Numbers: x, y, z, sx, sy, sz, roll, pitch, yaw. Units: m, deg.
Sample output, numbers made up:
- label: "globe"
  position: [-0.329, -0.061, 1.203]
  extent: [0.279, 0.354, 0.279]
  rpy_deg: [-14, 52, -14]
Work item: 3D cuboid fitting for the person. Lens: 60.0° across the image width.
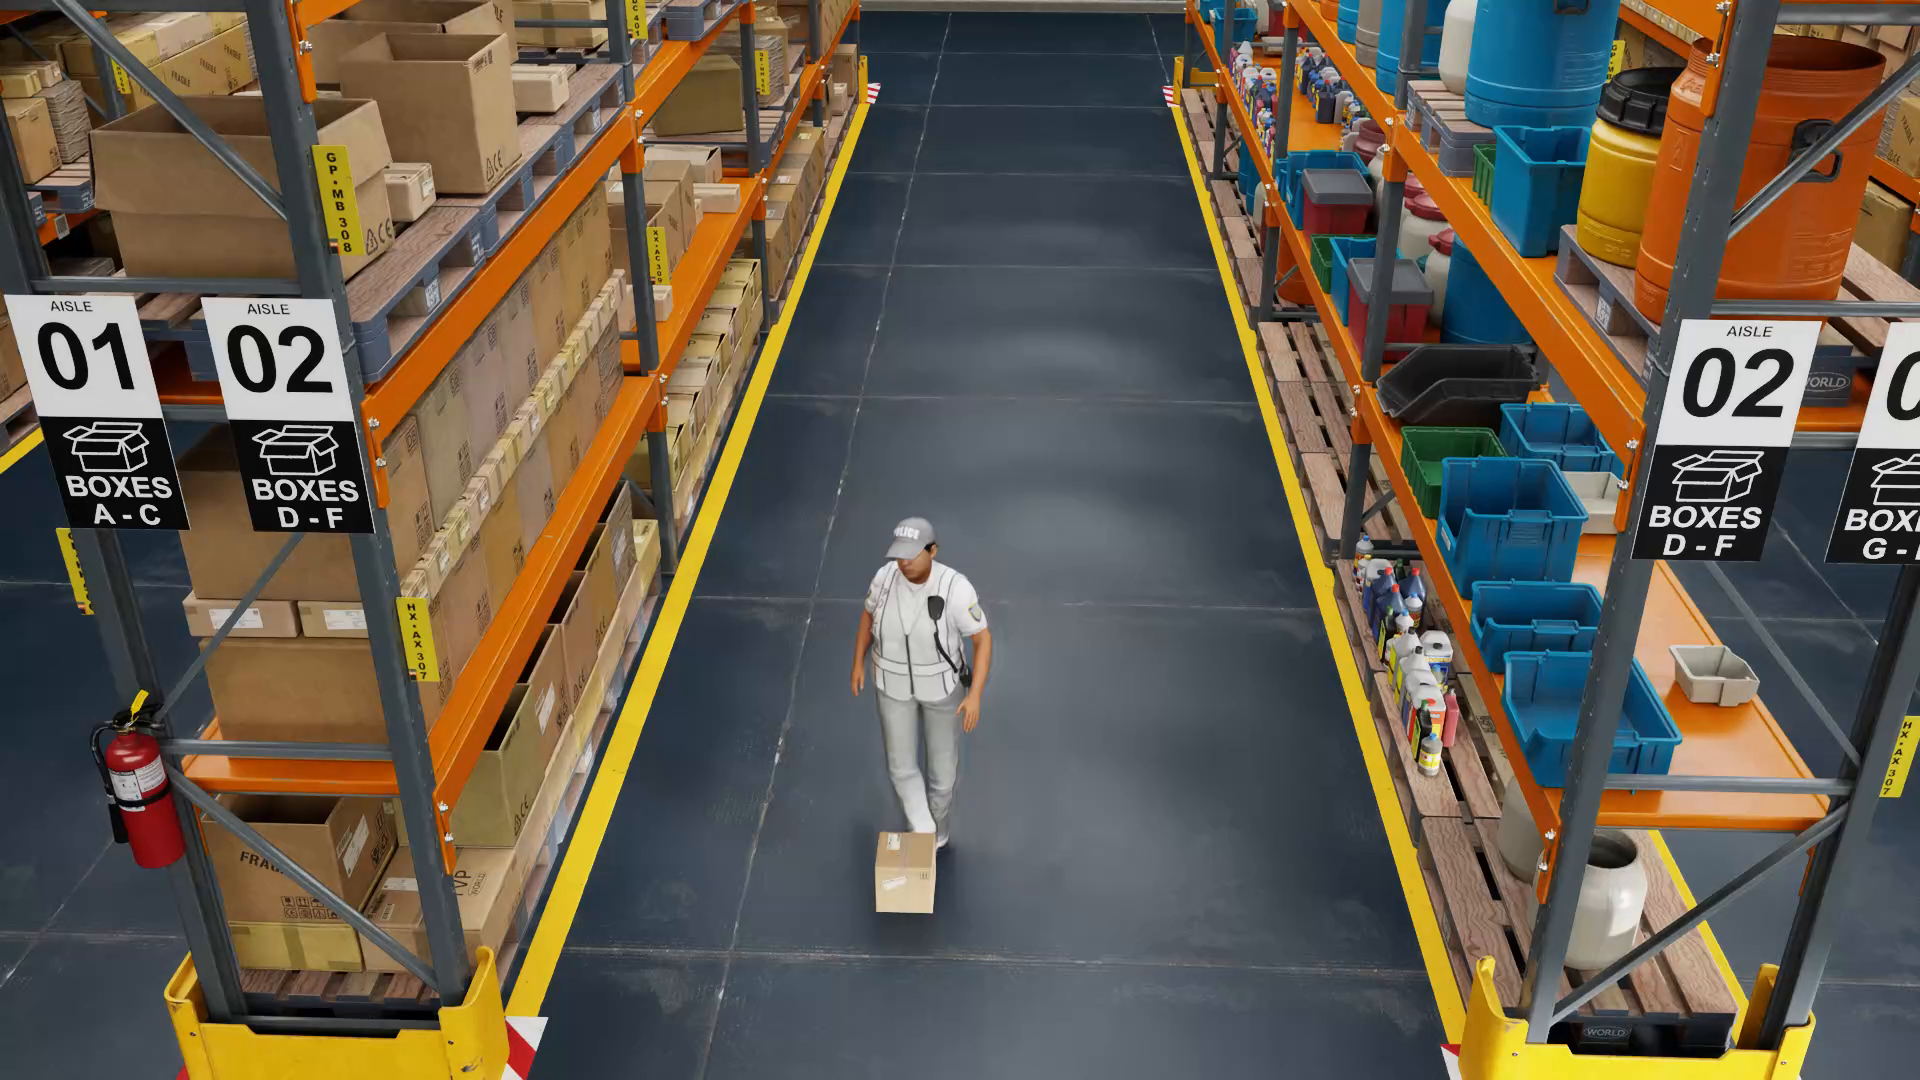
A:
- label: "person"
  position: [-0.196, 0.722, 7.356]
  extent: [0.655, 1.726, 0.563]
  rpy_deg: [3, 28, 6]
